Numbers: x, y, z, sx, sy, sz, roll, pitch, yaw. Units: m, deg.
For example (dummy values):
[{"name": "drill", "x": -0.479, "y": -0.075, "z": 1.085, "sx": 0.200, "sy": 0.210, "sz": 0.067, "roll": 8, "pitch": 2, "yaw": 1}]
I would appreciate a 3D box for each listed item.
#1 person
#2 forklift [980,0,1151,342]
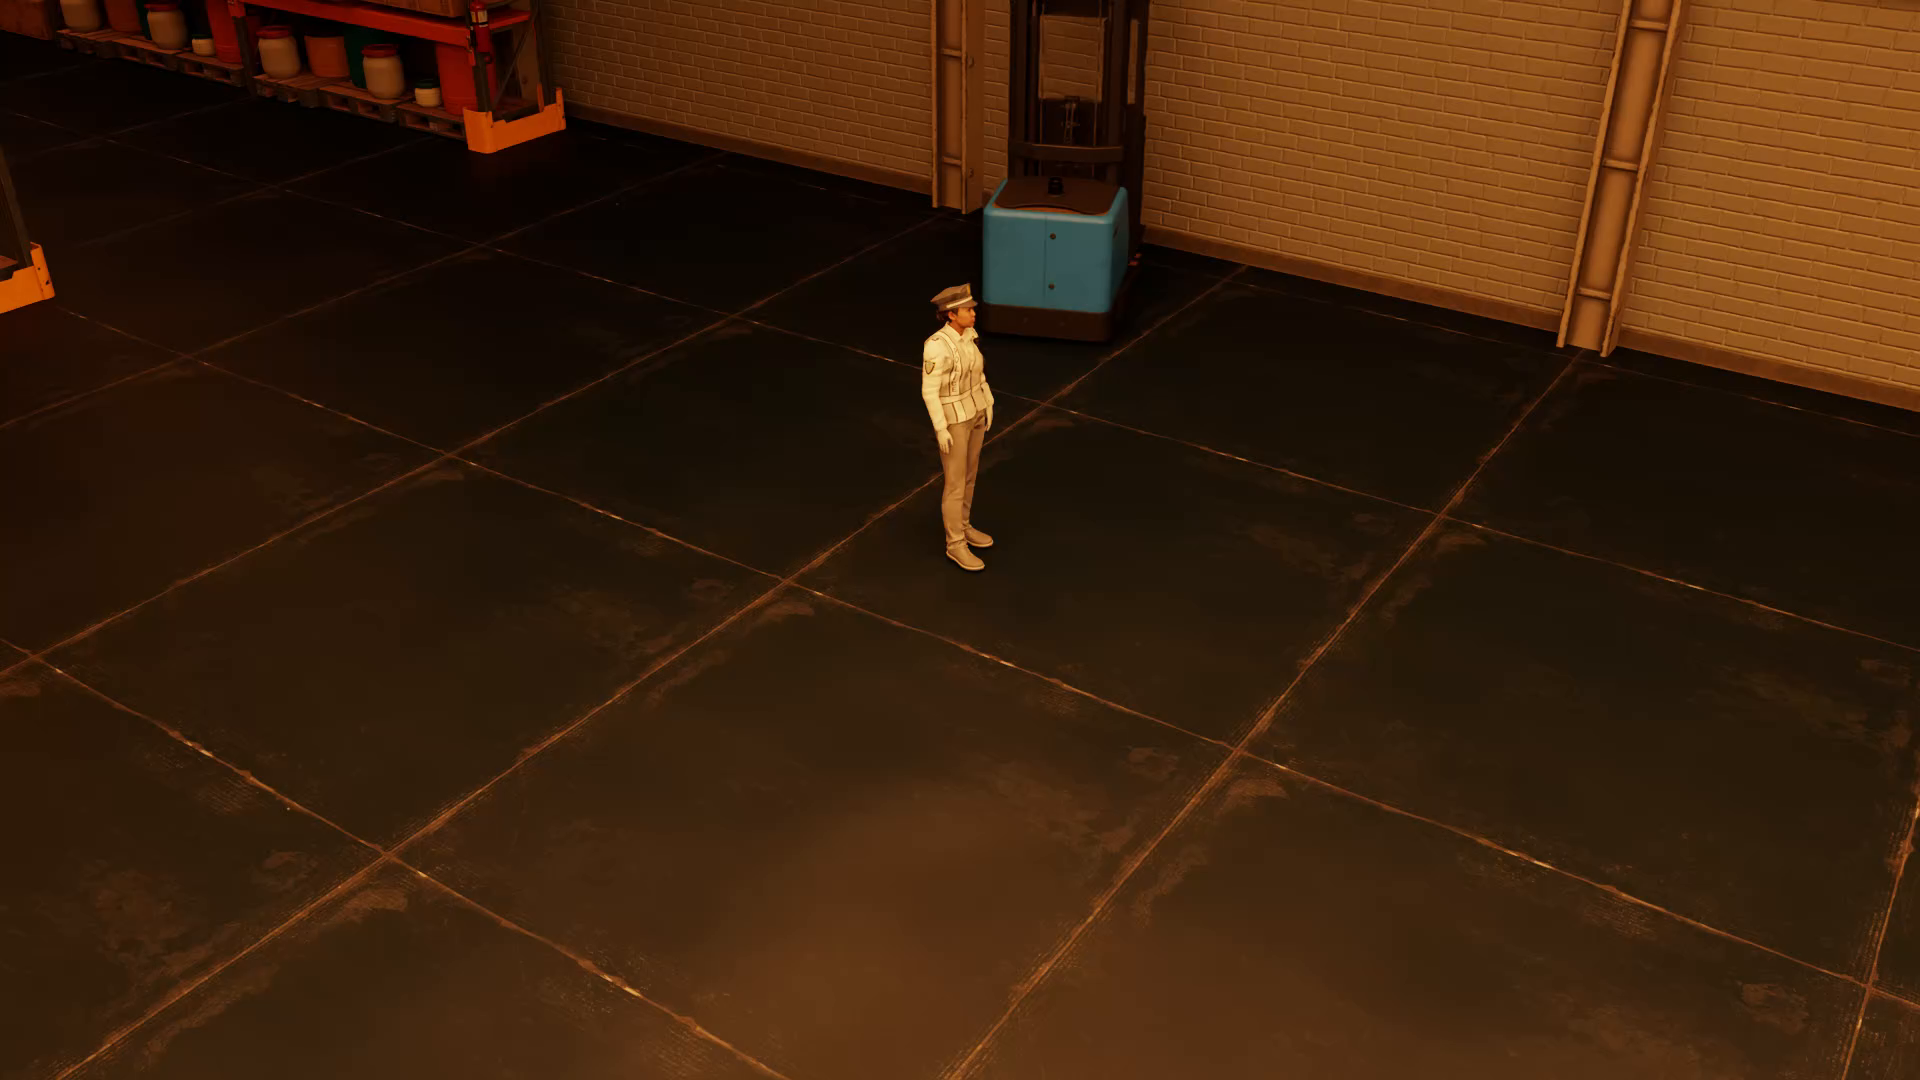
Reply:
[{"name": "person", "x": 0.053, "y": -0.717, "z": 10.033, "sx": 0.531, "sy": 1.695, "sz": 0.588, "roll": 19, "pitch": 35, "yaw": 29}, {"name": "forklift", "x": 0.993, "y": -3.544, "z": 13.684, "sx": 1.130, "sy": 2.935, "sz": 3.031, "roll": 7, "pitch": 31, "yaw": 11}]
